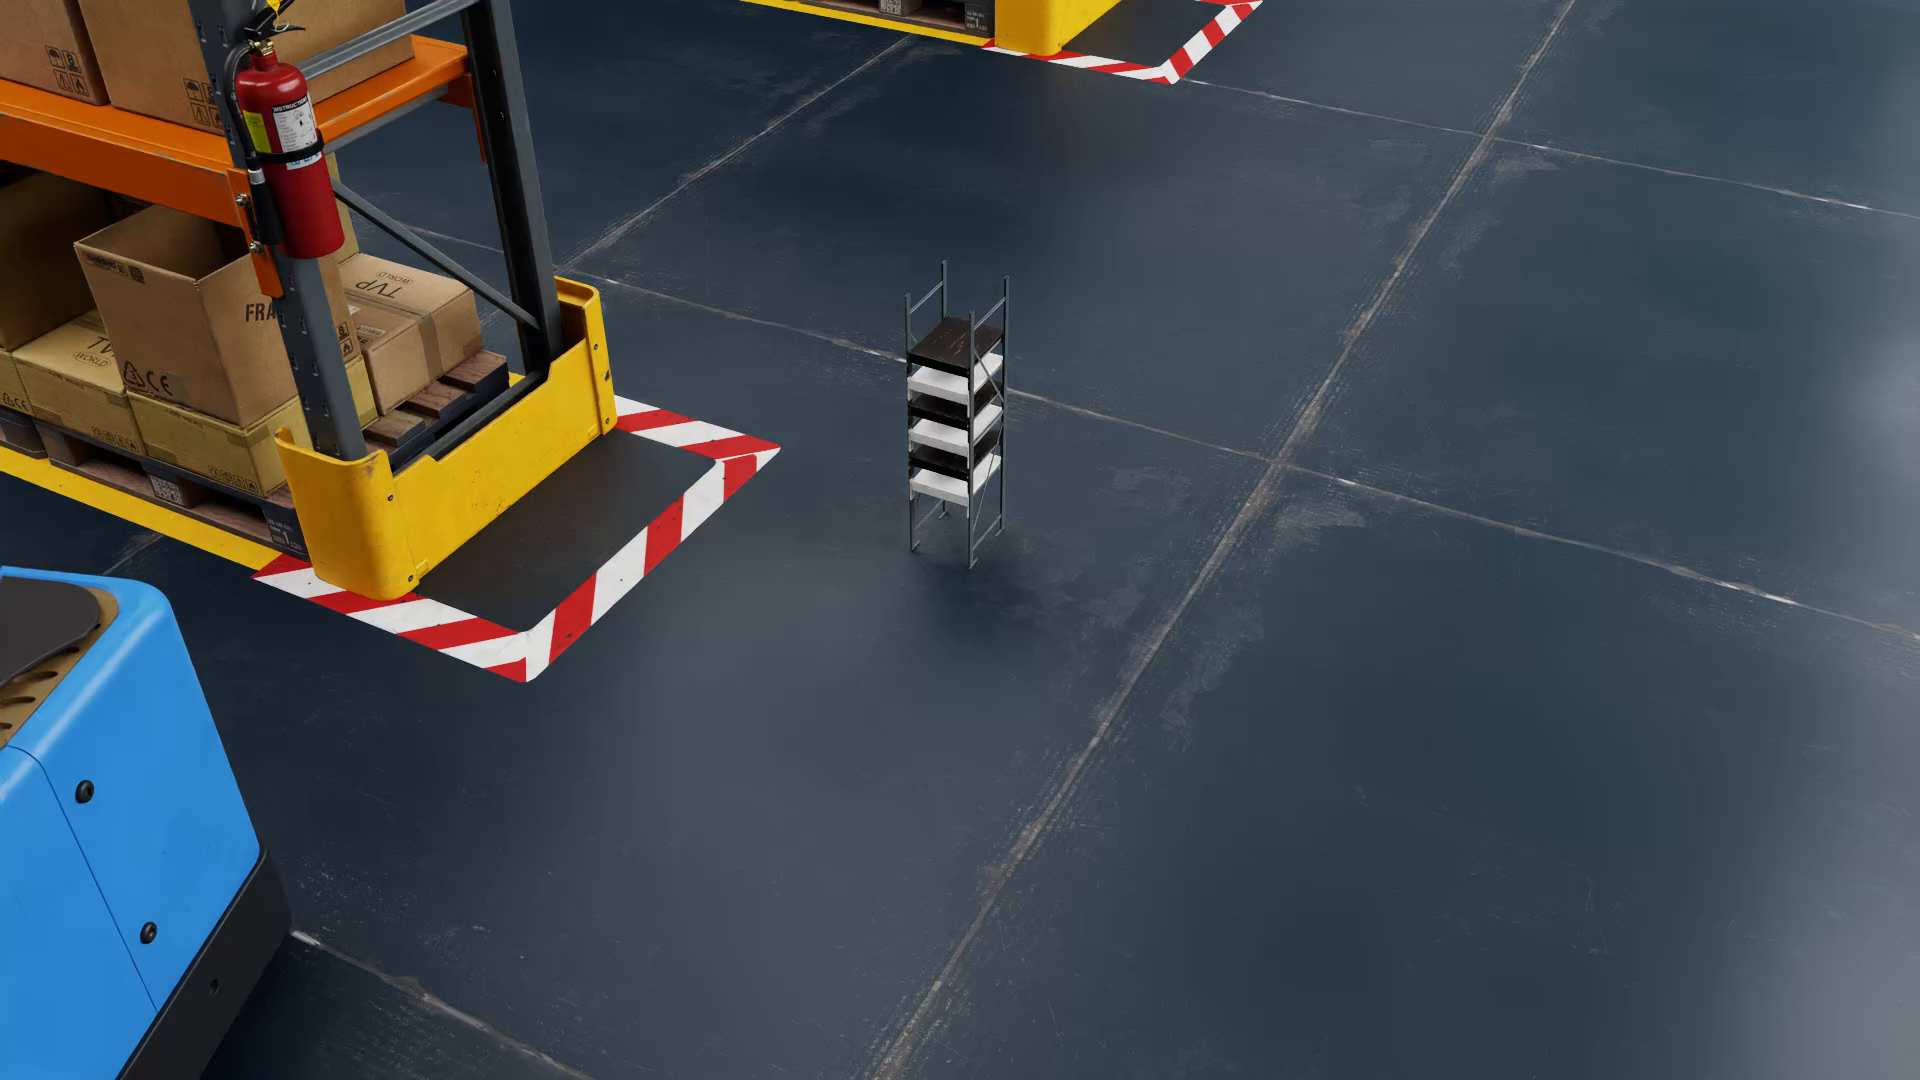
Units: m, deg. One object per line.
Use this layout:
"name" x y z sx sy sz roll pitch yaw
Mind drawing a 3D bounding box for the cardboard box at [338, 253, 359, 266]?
"cardboard box" -2.433 -0.841 5.805 0.500 0.250 0.500 17 41 21

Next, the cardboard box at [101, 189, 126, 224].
"cardboard box" -2.882 -1.273 5.753 0.500 0.500 0.500 17 41 21

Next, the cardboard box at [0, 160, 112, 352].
"cardboard box" -3.121 -0.994 5.385 0.500 0.500 0.500 17 41 21

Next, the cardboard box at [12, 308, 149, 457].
"cardboard box" -2.675 -0.559 5.432 0.500 0.250 0.500 17 41 21

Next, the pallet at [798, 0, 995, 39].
"pallet" -0.140 -3.136 9.207 1.213 0.211 1.003 17 41 21

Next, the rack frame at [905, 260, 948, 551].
"rack frame" -0.097 -0.389 5.018 0.006 0.900 0.240 17 41 21

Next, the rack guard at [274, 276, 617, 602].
"rack guard" -1.592 -0.362 5.313 0.348 0.500 1.175 17 41 21

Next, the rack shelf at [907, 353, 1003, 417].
"rack shelf" -0.007 -0.478 4.892 0.200 0.077 0.258 17 41 21

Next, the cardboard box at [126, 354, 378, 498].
"cardboard box" -2.226 -0.426 5.258 0.500 0.250 0.500 17 41 21

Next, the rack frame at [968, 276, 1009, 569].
"rack frame" 0.083 -0.332 4.944 0.006 0.900 0.240 17 41 21

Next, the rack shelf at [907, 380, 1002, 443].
"rack shelf" -0.007 -0.406 4.947 0.200 0.077 0.258 17 41 21

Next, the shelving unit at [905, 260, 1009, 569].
"shelving unit" -0.007 -0.361 4.981 0.210 0.900 0.258 17 41 21

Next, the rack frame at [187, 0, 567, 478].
"rack frame" -1.614 -1.364 4.566 0.127 3.000 1.000 17 41 21

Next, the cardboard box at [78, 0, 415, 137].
"cardboard box" -2.022 -1.540 4.716 0.500 0.500 0.700 17 41 22

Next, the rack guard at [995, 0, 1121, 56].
"rack guard" 0.579 -3.022 8.818 0.348 0.500 1.175 17 41 21

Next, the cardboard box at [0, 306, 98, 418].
"cardboard box" -3.120 -0.697 5.614 0.500 0.250 0.500 17 41 21

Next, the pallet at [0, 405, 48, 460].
"pallet" -3.391 -0.783 6.107 1.213 0.211 1.003 17 41 21

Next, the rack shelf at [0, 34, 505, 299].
"rack shelf" -3.389 -1.633 5.516 4.000 0.370 1.077 17 41 21

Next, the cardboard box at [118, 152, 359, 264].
"cardboard box" -2.432 -1.141 5.579 0.500 0.500 0.500 17 41 21

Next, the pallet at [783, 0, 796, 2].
"pallet" -1.220 -3.476 9.655 1.213 0.211 1.003 17 41 21

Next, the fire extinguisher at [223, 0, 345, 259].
"fire extinguisher" -1.722 -1.051 4.217 0.183 0.674 0.296 17 41 21

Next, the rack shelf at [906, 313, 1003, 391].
"rack shelf" -0.007 -0.549 4.838 0.200 0.077 0.258 17 41 21

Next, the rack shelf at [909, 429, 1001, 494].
"rack shelf" -0.007 -0.262 5.055 0.200 0.077 0.258 17 41 21

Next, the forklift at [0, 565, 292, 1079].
"forklift" -3.144 -0.079 2.930 3.031 2.935 1.130 5 38 7

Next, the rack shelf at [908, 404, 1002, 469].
"rack shelf" -0.007 -0.334 5.001 0.200 0.077 0.258 17 41 21

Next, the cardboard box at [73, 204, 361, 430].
"cardboard box" -2.227 -0.724 5.029 0.500 0.500 0.500 17 41 21

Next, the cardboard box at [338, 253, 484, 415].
"cardboard box" -1.987 -0.704 5.624 0.500 0.250 0.500 17 41 21

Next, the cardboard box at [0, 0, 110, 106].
"cardboard box" -2.491 -1.684 4.905 0.500 0.500 0.700 18 41 23

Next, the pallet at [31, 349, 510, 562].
"pallet" -2.312 -0.443 5.659 1.213 0.211 1.003 17 41 21

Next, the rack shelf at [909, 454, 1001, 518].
"rack shelf" -0.007 -0.191 5.110 0.200 0.077 0.258 17 41 21
